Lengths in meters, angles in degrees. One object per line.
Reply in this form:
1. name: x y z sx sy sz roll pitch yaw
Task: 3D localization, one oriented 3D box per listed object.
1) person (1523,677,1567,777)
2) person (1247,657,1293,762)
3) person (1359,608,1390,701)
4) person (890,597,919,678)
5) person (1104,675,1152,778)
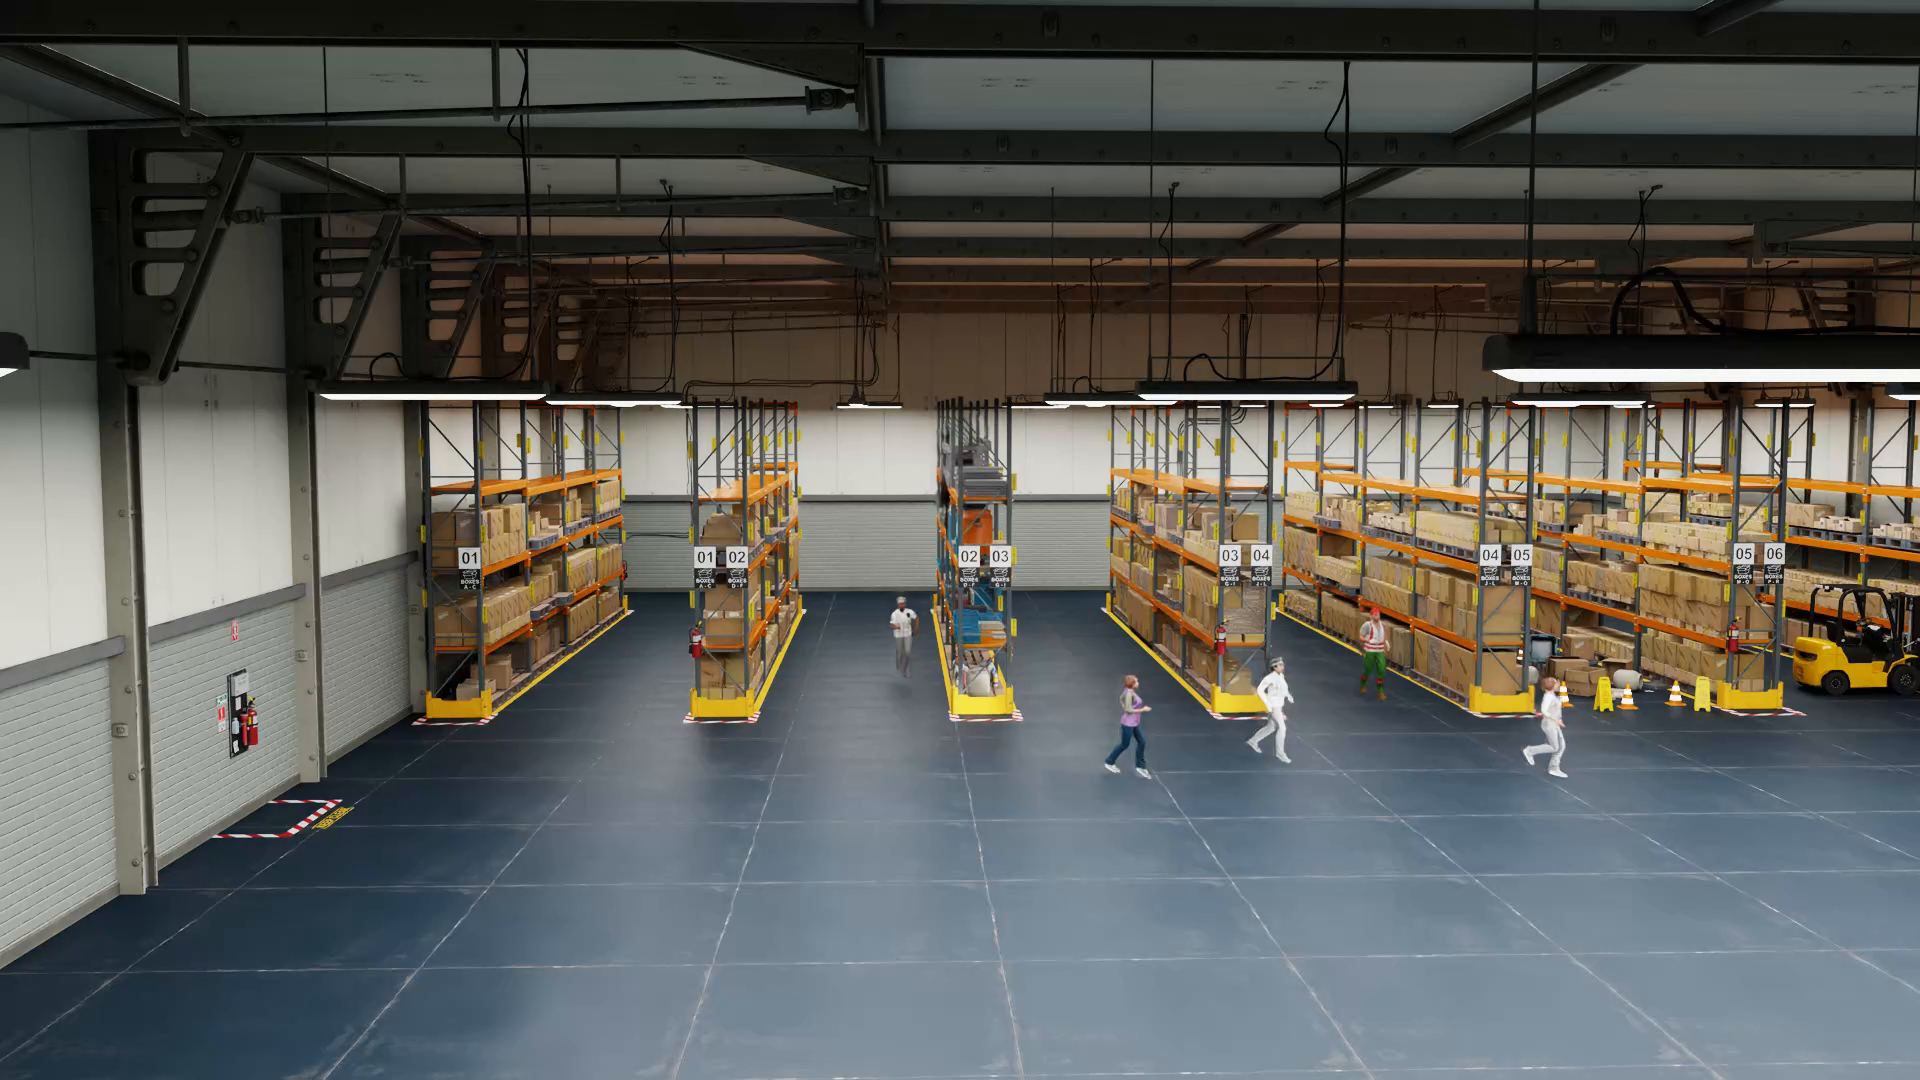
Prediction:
1. person: 9.256 2.933 26.171 0.621 1.575 0.536 2 5 26
2. person: 5.126 2.769 27.404 0.790 1.736 0.609 3 5 34
3. person: 8.285 2.254 33.274 0.684 1.829 0.854 -1 5 -13
4. person: -1.149 2.001 34.337 0.585 1.682 0.839 0 4 0
5. person: 2.633 2.915 25.990 0.743 1.645 0.522 2 5 19
